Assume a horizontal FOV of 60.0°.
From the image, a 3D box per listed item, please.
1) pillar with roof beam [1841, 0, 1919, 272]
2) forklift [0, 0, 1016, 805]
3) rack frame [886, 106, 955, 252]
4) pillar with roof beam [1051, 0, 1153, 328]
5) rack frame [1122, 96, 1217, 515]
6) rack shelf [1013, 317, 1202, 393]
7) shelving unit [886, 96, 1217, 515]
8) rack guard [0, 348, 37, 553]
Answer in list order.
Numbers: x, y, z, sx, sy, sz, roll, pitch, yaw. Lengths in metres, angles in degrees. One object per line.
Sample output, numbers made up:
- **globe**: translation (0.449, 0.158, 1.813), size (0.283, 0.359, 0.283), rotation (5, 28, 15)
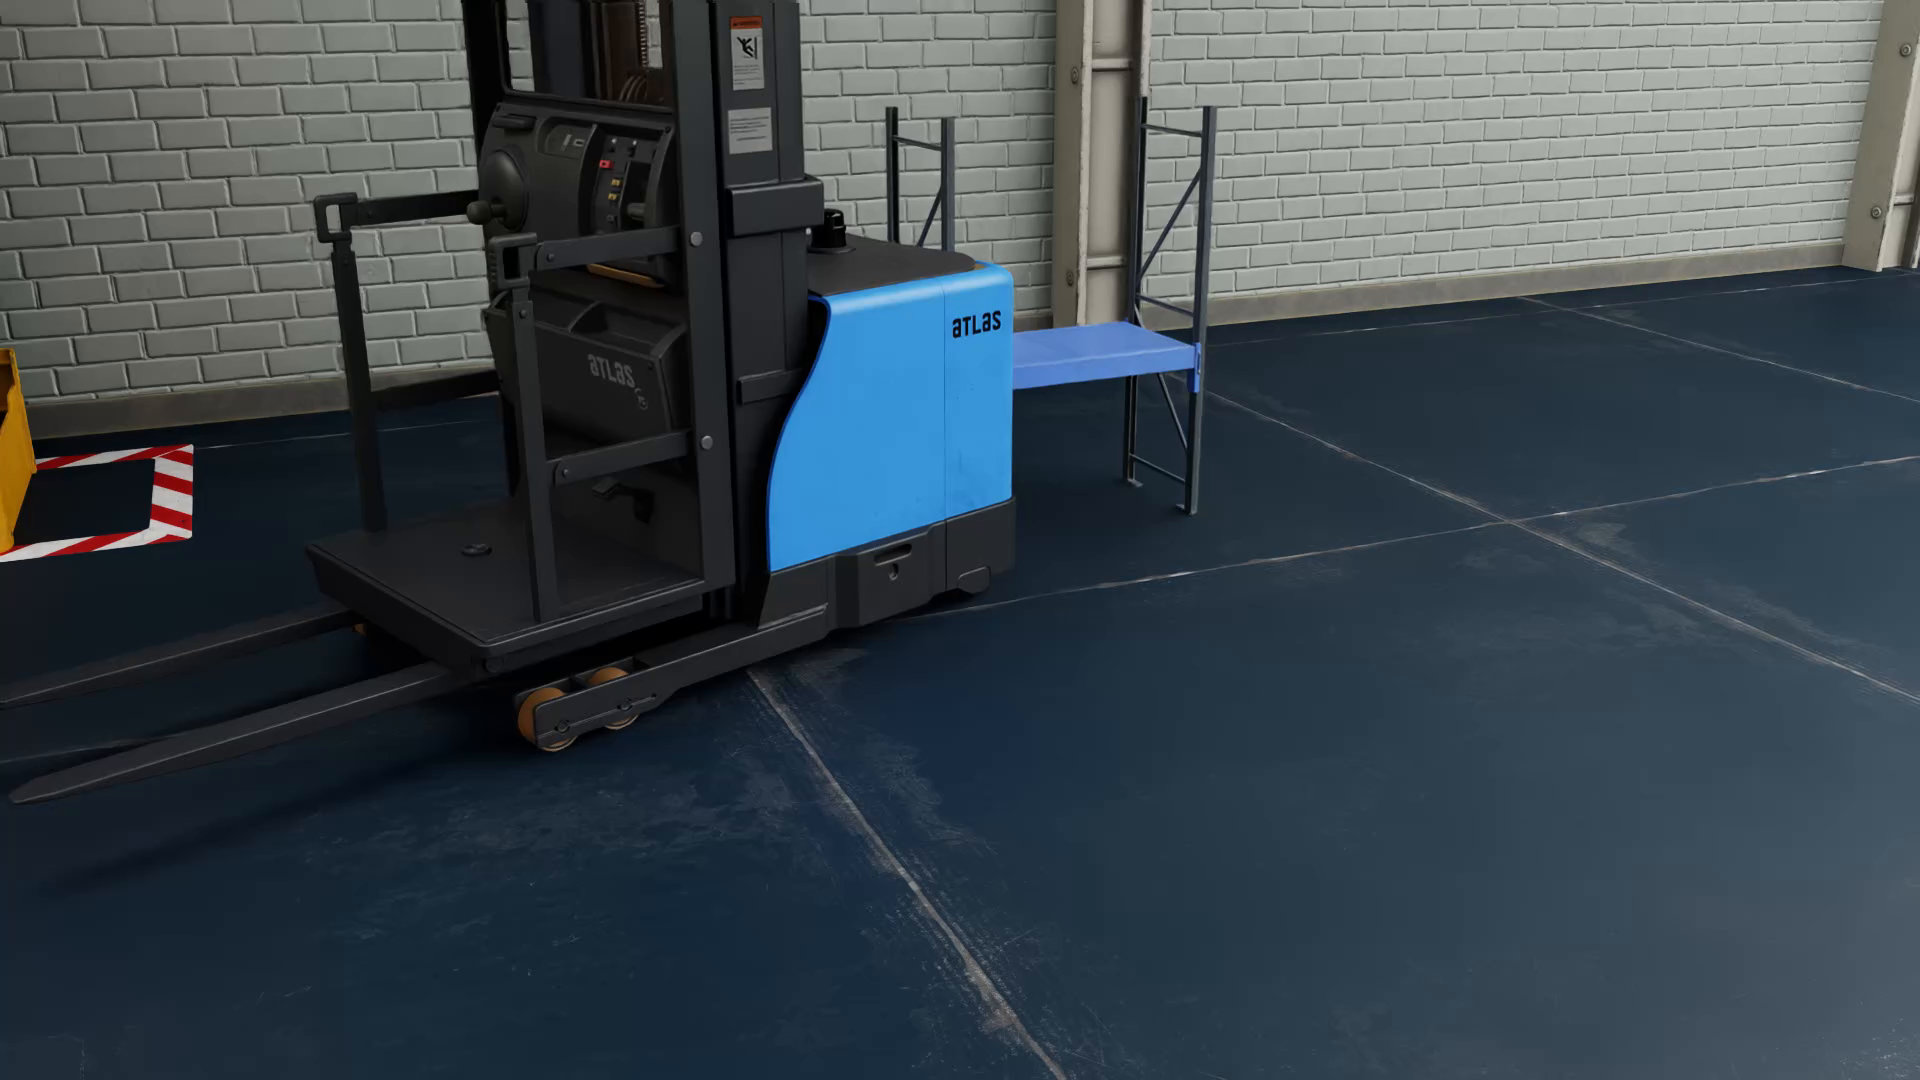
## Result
- **pillar with roof beam**: translation (7.952, -4.800, 6.104), size (0.400, 9.000, 9.100), rotation (-8, 21, -22)
- **forklift**: translation (-1.229, -1.014, 4.489), size (3.031, 2.935, 1.130), rotation (-18, 26, -41)
- **rack frame**: translation (-0.138, -0.733, 5.845), size (0.032, 1.500, 0.500), rotation (-9, 21, -24)
- **pillar with roof beam**: translation (2.443, -4.010, 3.862), size (0.400, 9.000, 9.100), rotation (-8, 21, -22)
- **rack frame**: translation (0.777, -0.879, 6.261), size (0.032, 1.500, 0.500), rotation (-9, 21, -24)
- **rack shelf**: translation (0.319, -0.636, 6.113), size (1.000, 0.185, 0.538), rotation (-9, 21, -24)
- **shelving unit**: translation (0.319, -0.806, 6.053), size (1.048, 1.500, 0.538), rotation (-9, 21, -24)
- **rack guard**: translation (-3.753, -0.345, 6.249), size (0.348, 0.500, 1.175), rotation (-8, 21, -22)
